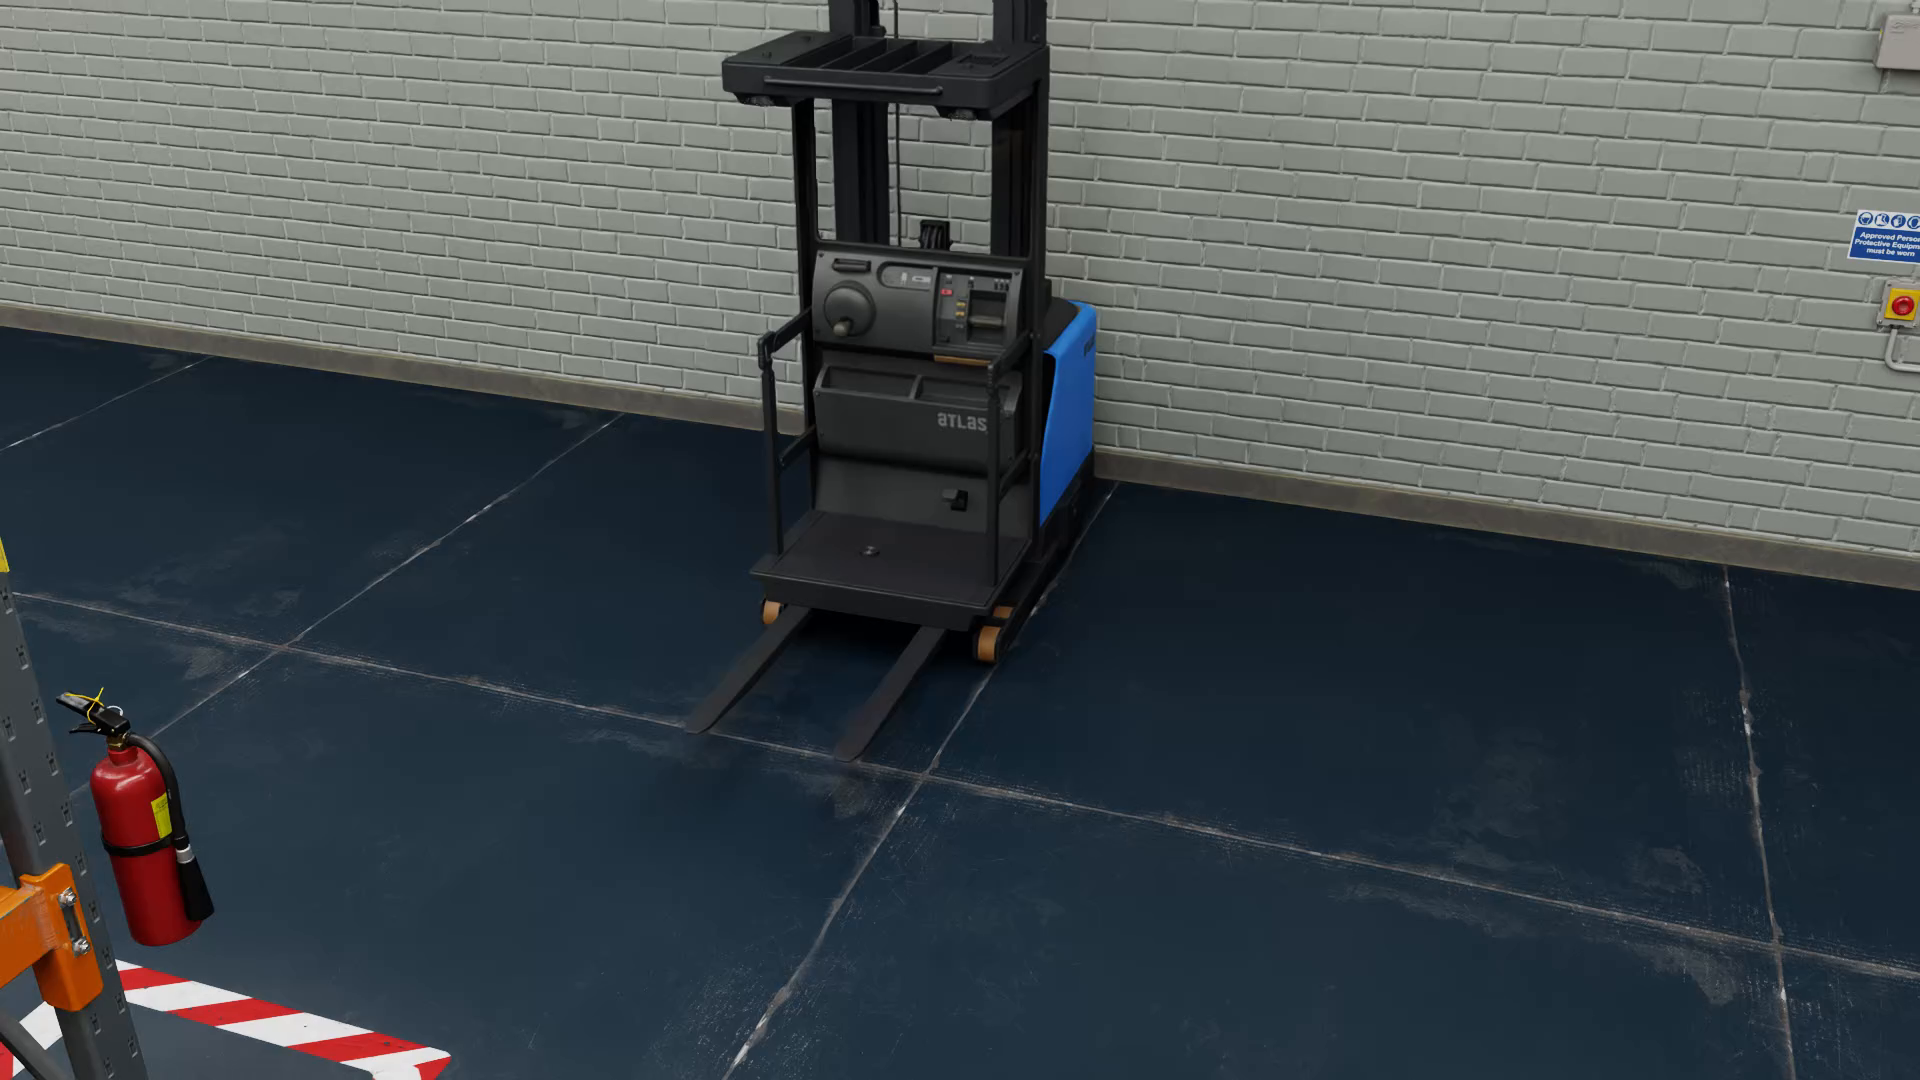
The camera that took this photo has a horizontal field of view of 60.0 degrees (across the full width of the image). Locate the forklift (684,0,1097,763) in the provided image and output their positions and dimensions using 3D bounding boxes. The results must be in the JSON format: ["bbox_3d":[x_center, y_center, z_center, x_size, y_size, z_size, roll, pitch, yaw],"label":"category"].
[{"bbox_3d":[-0.252,-0.982,6.915,1.130,2.935,3.031,8,27,16],"label":"forklift"}]

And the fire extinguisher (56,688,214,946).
[{"bbox_3d":[-1.963,0.653,3.976,0.296,0.674,0.183,9,27,17],"label":"fire extinguisher"}]

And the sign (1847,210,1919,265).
[{"bbox_3d":[4.049,-1.311,7.206,0.327,0.218,0.001,9,27,17],"label":"sign"}]

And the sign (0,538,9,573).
[{"bbox_3d":[-1.965,-0.088,3.298,0.100,0.325,0.005,9,27,17],"label":"sign"}]

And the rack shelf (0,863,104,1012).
[{"bbox_3d":[-3.148,1.633,2.262,1.077,0.370,4.000,9,27,17],"label":"rack shelf"}]

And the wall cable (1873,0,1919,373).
[{"bbox_3d":[4.074,-1.629,6.970,0.585,1.953,0.123,9,27,17],"label":"wall cable"}]
